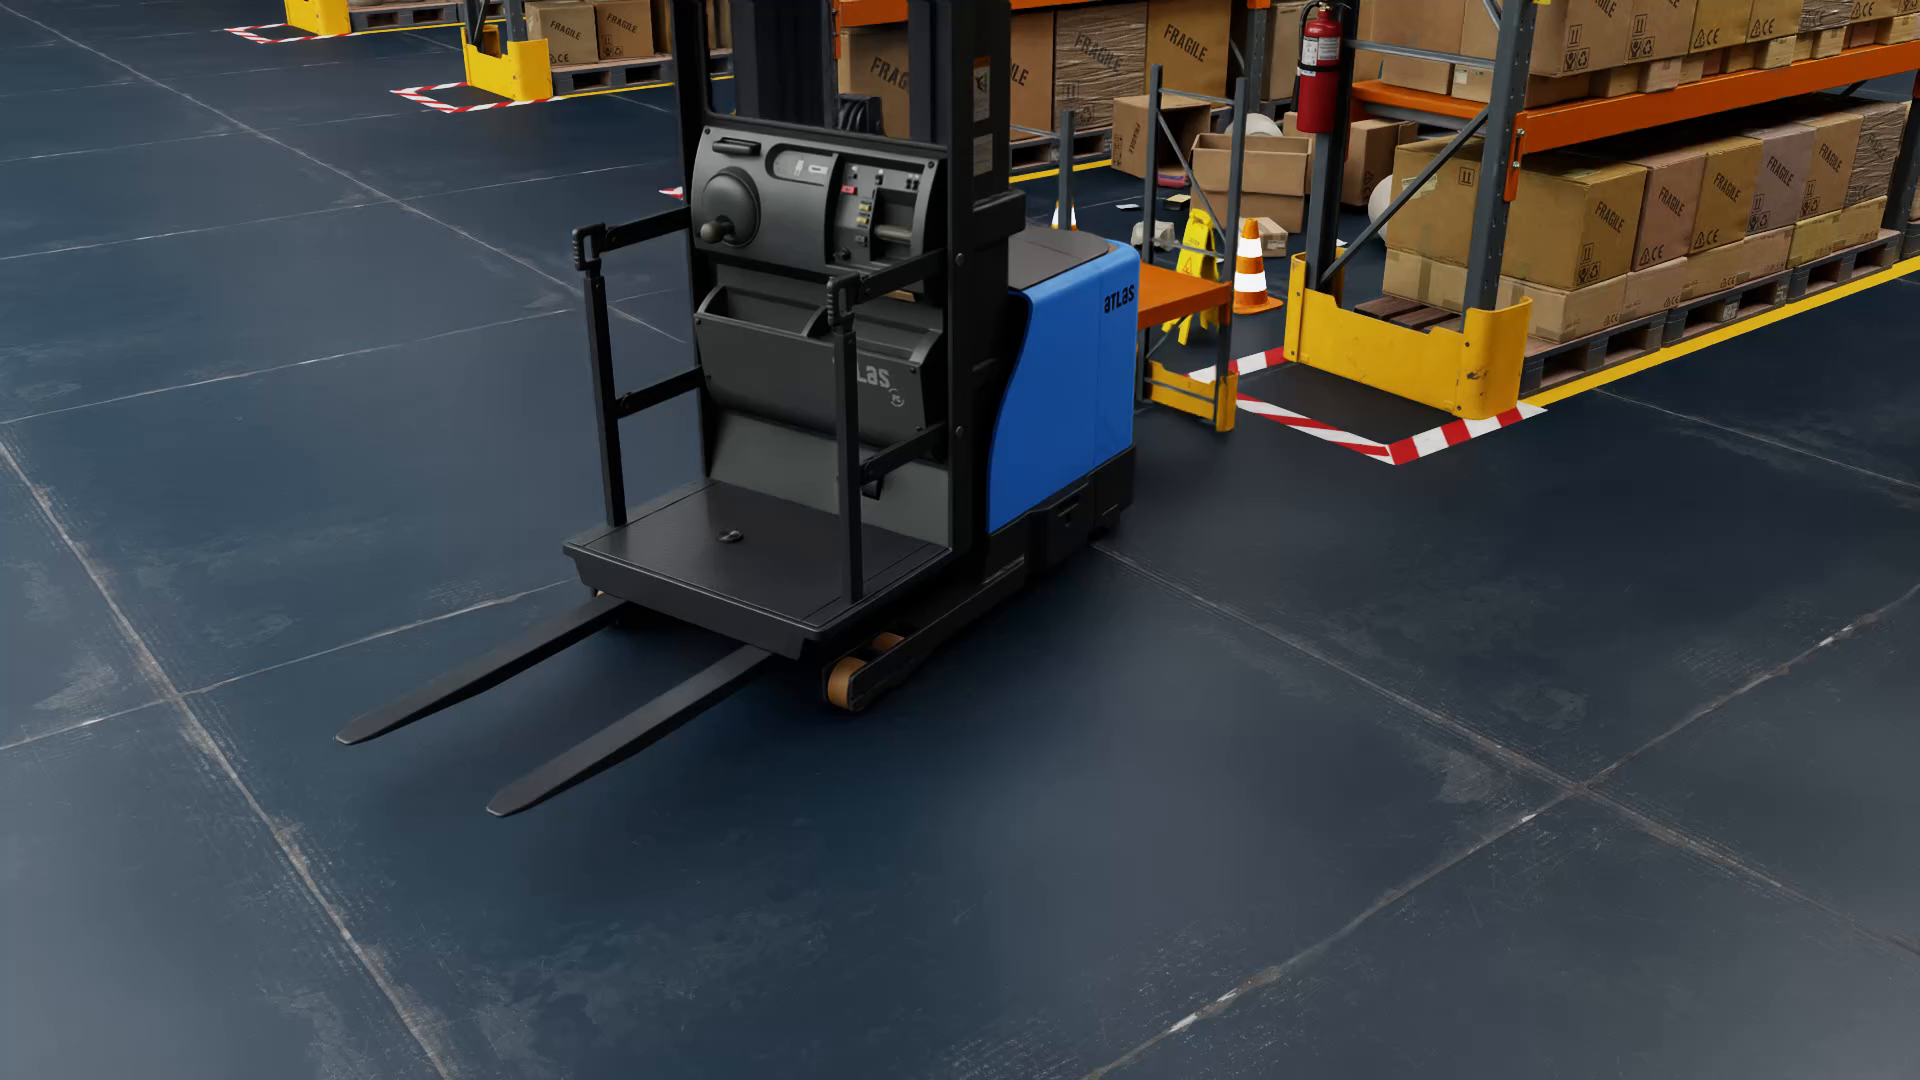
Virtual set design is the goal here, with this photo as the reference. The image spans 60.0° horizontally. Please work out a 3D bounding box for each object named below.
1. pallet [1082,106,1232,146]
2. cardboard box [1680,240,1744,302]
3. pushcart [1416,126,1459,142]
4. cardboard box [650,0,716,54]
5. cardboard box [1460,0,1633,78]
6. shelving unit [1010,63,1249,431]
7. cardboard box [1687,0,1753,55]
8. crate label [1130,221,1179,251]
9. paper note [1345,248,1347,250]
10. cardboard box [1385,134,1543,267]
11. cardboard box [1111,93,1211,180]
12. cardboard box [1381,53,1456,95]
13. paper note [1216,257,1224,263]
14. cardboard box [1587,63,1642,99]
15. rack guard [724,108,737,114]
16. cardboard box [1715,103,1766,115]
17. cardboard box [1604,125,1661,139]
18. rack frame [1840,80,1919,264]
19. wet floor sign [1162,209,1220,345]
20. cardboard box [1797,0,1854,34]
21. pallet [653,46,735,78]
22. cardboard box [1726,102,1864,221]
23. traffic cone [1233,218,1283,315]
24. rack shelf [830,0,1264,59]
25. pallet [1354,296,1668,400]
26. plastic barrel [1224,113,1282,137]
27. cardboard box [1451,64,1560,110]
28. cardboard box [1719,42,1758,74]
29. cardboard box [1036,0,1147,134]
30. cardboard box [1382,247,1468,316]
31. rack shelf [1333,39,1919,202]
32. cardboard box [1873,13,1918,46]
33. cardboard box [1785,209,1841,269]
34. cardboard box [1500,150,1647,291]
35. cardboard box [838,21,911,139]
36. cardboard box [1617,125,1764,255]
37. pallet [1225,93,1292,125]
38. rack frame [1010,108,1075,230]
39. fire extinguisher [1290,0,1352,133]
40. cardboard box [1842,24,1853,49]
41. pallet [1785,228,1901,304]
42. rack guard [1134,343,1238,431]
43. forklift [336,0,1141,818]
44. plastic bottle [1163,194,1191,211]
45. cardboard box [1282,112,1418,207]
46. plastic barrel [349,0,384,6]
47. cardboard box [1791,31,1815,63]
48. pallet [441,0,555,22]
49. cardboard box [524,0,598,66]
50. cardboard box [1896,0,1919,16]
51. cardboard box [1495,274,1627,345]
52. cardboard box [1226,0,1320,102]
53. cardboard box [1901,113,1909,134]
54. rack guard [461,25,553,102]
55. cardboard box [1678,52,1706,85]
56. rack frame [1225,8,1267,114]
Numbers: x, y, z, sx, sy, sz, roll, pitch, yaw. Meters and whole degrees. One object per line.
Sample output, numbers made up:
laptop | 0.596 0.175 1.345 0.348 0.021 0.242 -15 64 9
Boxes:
pallet | 1.370 -3.316 13.145 1.213 0.211 1.003 -18 31 -34
cardboard box | 3.636 -1.437 8.551 0.500 0.250 0.500 -16 29 -31
pushcart | 3.705 -2.692 11.602 1.648 0.377 0.936 15 29 29
cardboard box | -2.657 -4.919 15.757 0.500 0.500 0.500 -15 29 -29
cardboard box | 2.547 -2.312 7.196 0.500 0.500 0.500 -19 31 -35
shelving unit | 0.619 -1.112 6.865 1.083 1.500 0.587 -21 32 -38
cardboard box | 3.353 -2.580 7.774 0.500 0.500 0.500 -19 31 -35
crate label | 1.173 -1.845 10.063 0.250 0.136 0.298 10 27 20
paper note | 2.304 -1.742 9.992 0.123 0.001 0.032 -18 31 -34
cardboard box | 2.473 -1.678 8.179 0.500 0.500 0.500 -18 30 -34
cardboard box | 1.428 -2.877 11.852 0.500 0.500 0.500 -13 28 -25
cardboard box | 2.165 -2.154 7.627 0.250 0.149 0.380 -17 30 -32
paper note | 1.519 -1.658 9.787 0.148 0.019 0.142 15 29 29
cardboard box | 2.847 -2.118 7.549 0.250 0.149 0.380 -19 31 -36
rack guard | -1.150 -2.574 11.202 0.348 0.500 1.175 -18 31 -34
cardboard box | 4.106 -2.216 9.338 0.500 0.500 0.500 -17 30 -32
cardboard box | 3.283 -1.944 8.751 0.500 0.500 0.500 -19 31 -35
rack frame | 5.151 -3.139 9.451 0.127 3.000 1.000 -18 31 -34
wet floor sign | 1.193 -1.337 8.365 0.232 0.644 0.267 -8 26 -16
cardboard box | 4.148 -2.849 8.354 0.500 0.500 0.500 -17 30 -33
pallet | -2.432 -4.652 16.024 1.213 0.211 1.003 -18 31 -34
cardboard box | 4.452 -2.047 8.975 0.500 0.500 0.500 -18 30 -33
traffic cone | 1.546 -1.489 8.908 0.334 0.463 0.336 -18 31 -34
rack shelf | 0.443 -3.907 11.960 4.000 0.370 1.077 -18 31 -34
pallet | 2.724 -1.054 8.271 1.213 0.211 1.003 -18 31 -34
plastic barrel | 2.071 -2.781 11.740 0.421 0.421 0.512 1 25 2
cardboard box | 2.398 -2.006 7.307 0.250 0.149 0.380 -18 30 -34
cardboard box | 3.654 -2.395 8.145 0.250 0.149 0.380 -19 31 -35
cardboard box | 0.772 -3.604 12.477 0.875 0.875 0.875 -18 30 -34
cardboard box | 2.492 -1.349 8.361 0.500 0.250 0.500 -18 31 -34
rack shelf | 3.577 -2.293 8.483 4.000 0.370 1.077 -18 31 -34
cardboard box | 4.894 -2.774 8.962 0.250 0.149 0.380 -17 30 -33
cardboard box | 4.439 -1.698 9.113 0.500 0.250 0.500 -19 31 -35
cardboard box | 2.827 -1.508 7.813 0.500 0.500 0.500 -19 31 -36
cardboard box | -0.638 -3.139 11.474 0.875 0.875 0.875 -18 30 -34
cardboard box | 3.635 -1.773 8.383 0.500 0.500 0.500 -18 30 -33
pallet | 2.578 -3.713 14.000 1.213 0.211 1.003 -18 31 -34
rack frame | 0.239 -0.964 6.546 0.032 1.500 0.500 -21 32 -38
fire extinguisher | 1.629 -2.188 7.493 0.183 0.674 0.296 -18 31 -34
cardboard box | 4.436 -2.672 8.742 0.250 0.149 0.380 -19 31 -35
pallet | 4.644 -1.688 9.637 1.213 0.211 1.003 -18 31 -34
rack guard | 0.984 -0.688 7.435 0.087 0.250 0.587 -21 32 -38
forklift | -0.581 -1.031 4.990 1.130 2.935 3.031 16 29 31
plastic bottle | 1.461 -2.241 11.005 0.133 0.061 0.283 15 29 29
cardboard box | 2.554 -2.570 11.029 0.503 0.637 0.797 -18 31 -34
plastic barrel | -6.697 -6.282 18.679 0.421 0.512 0.421 0 25 0
cardboard box | 4.069 -2.519 8.414 0.250 0.149 0.380 -19 31 -35
pallet | -5.535 -6.319 19.614 1.213 0.211 1.003 -18 31 -34
cardboard box | -3.610 -4.596 15.061 0.500 0.500 0.500 -12 28 -25
cardboard box | 4.955 -3.122 8.941 0.500 0.500 0.500 -19 31 -35
cardboard box | 2.809 -1.161 7.957 0.500 0.250 0.500 -19 31 -34
cardboard box | 2.450 -4.114 13.725 0.750 0.750 1.050 -18 31 -34
cardboard box | 6.126 -2.463 10.616 0.625 0.372 0.950 -16 29 -31
rack guard | -4.052 -4.269 14.855 0.348 0.500 1.175 -18 31 -34
cardboard box | 3.258 -2.247 7.827 0.250 0.149 0.380 -17 30 -33
rack frame | 2.017 -4.753 12.928 0.127 3.000 1.000 -18 31 -34
